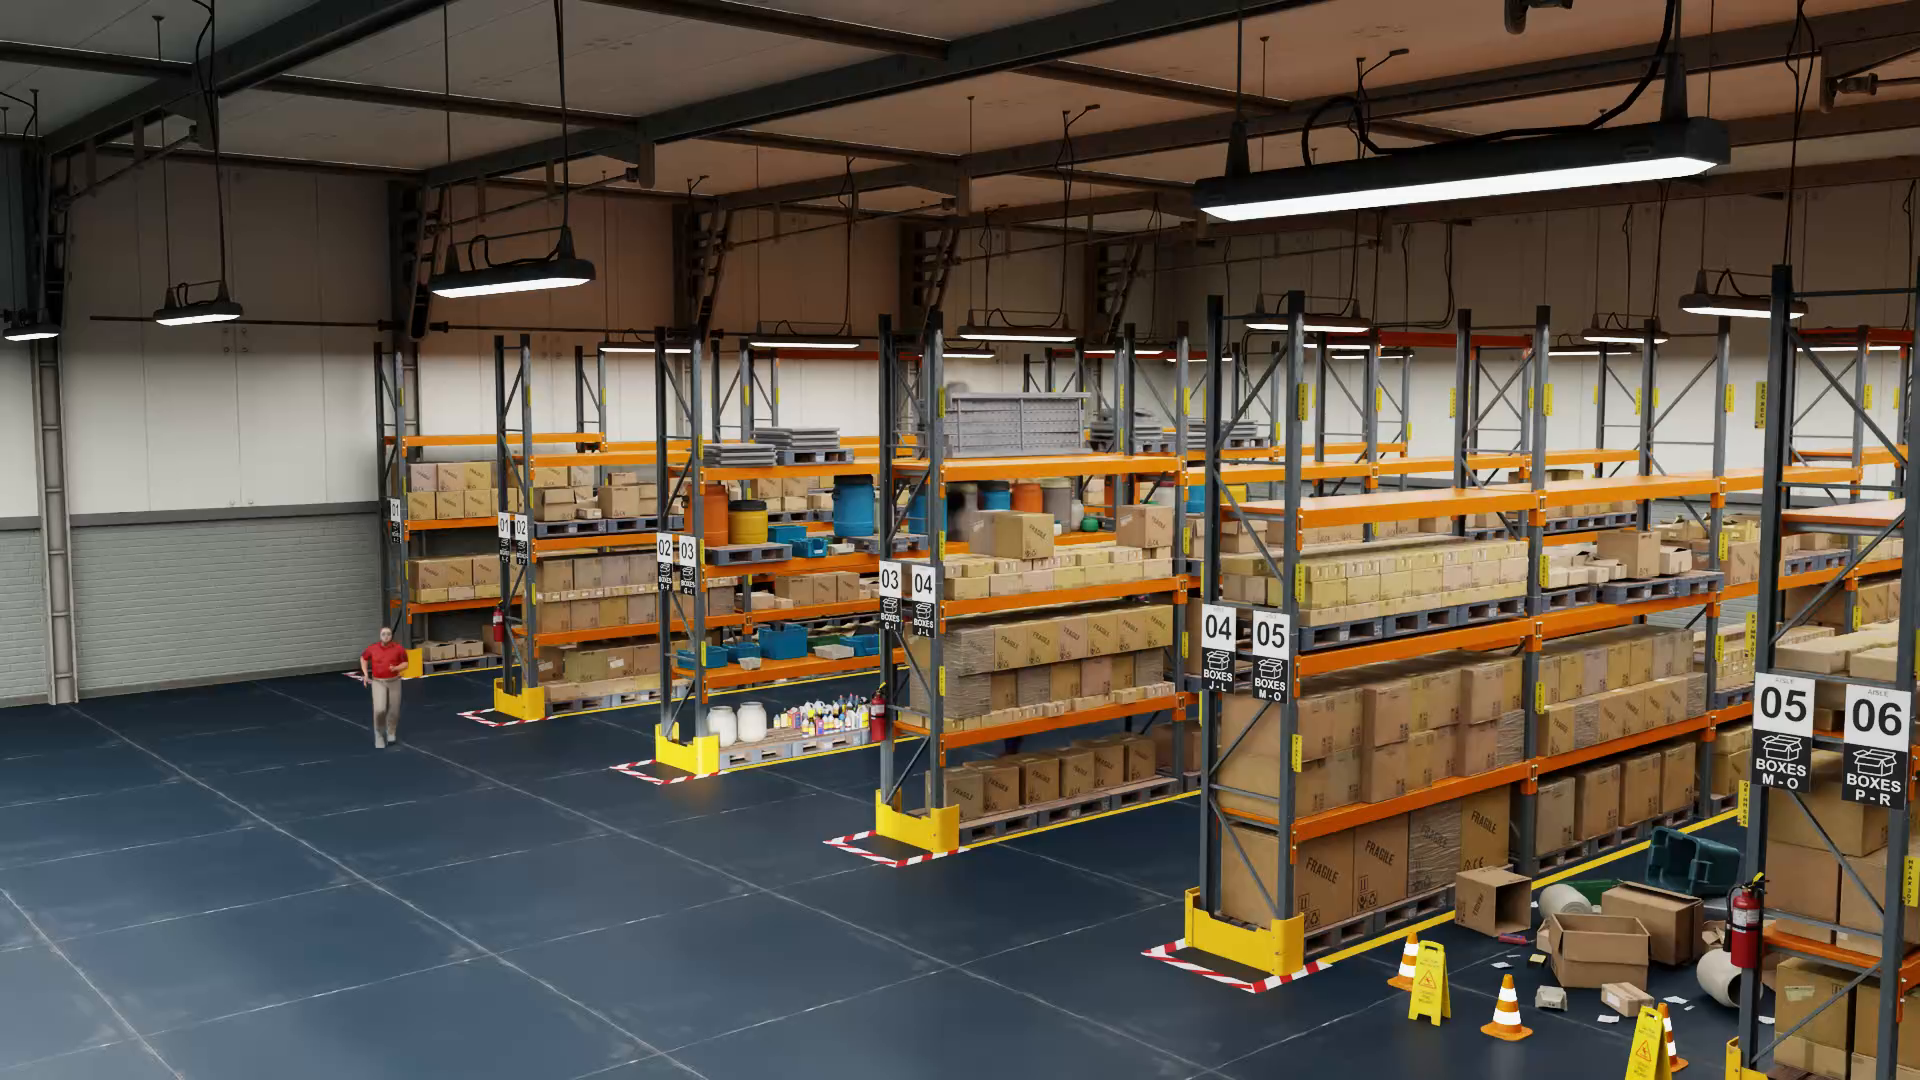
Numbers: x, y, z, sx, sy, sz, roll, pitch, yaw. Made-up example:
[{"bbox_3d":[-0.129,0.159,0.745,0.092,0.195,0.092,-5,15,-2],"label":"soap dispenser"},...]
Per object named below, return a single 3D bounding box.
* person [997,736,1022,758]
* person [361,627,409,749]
[{"bbox_3d":[0.686,2.105,22.044,0.519,1.609,0.595,-5,7,-44],"label":"person"},{"bbox_3d":[-8.279,2.138,24.000,0.638,1.771,0.742,-2,6,-25],"label":"person"}]
